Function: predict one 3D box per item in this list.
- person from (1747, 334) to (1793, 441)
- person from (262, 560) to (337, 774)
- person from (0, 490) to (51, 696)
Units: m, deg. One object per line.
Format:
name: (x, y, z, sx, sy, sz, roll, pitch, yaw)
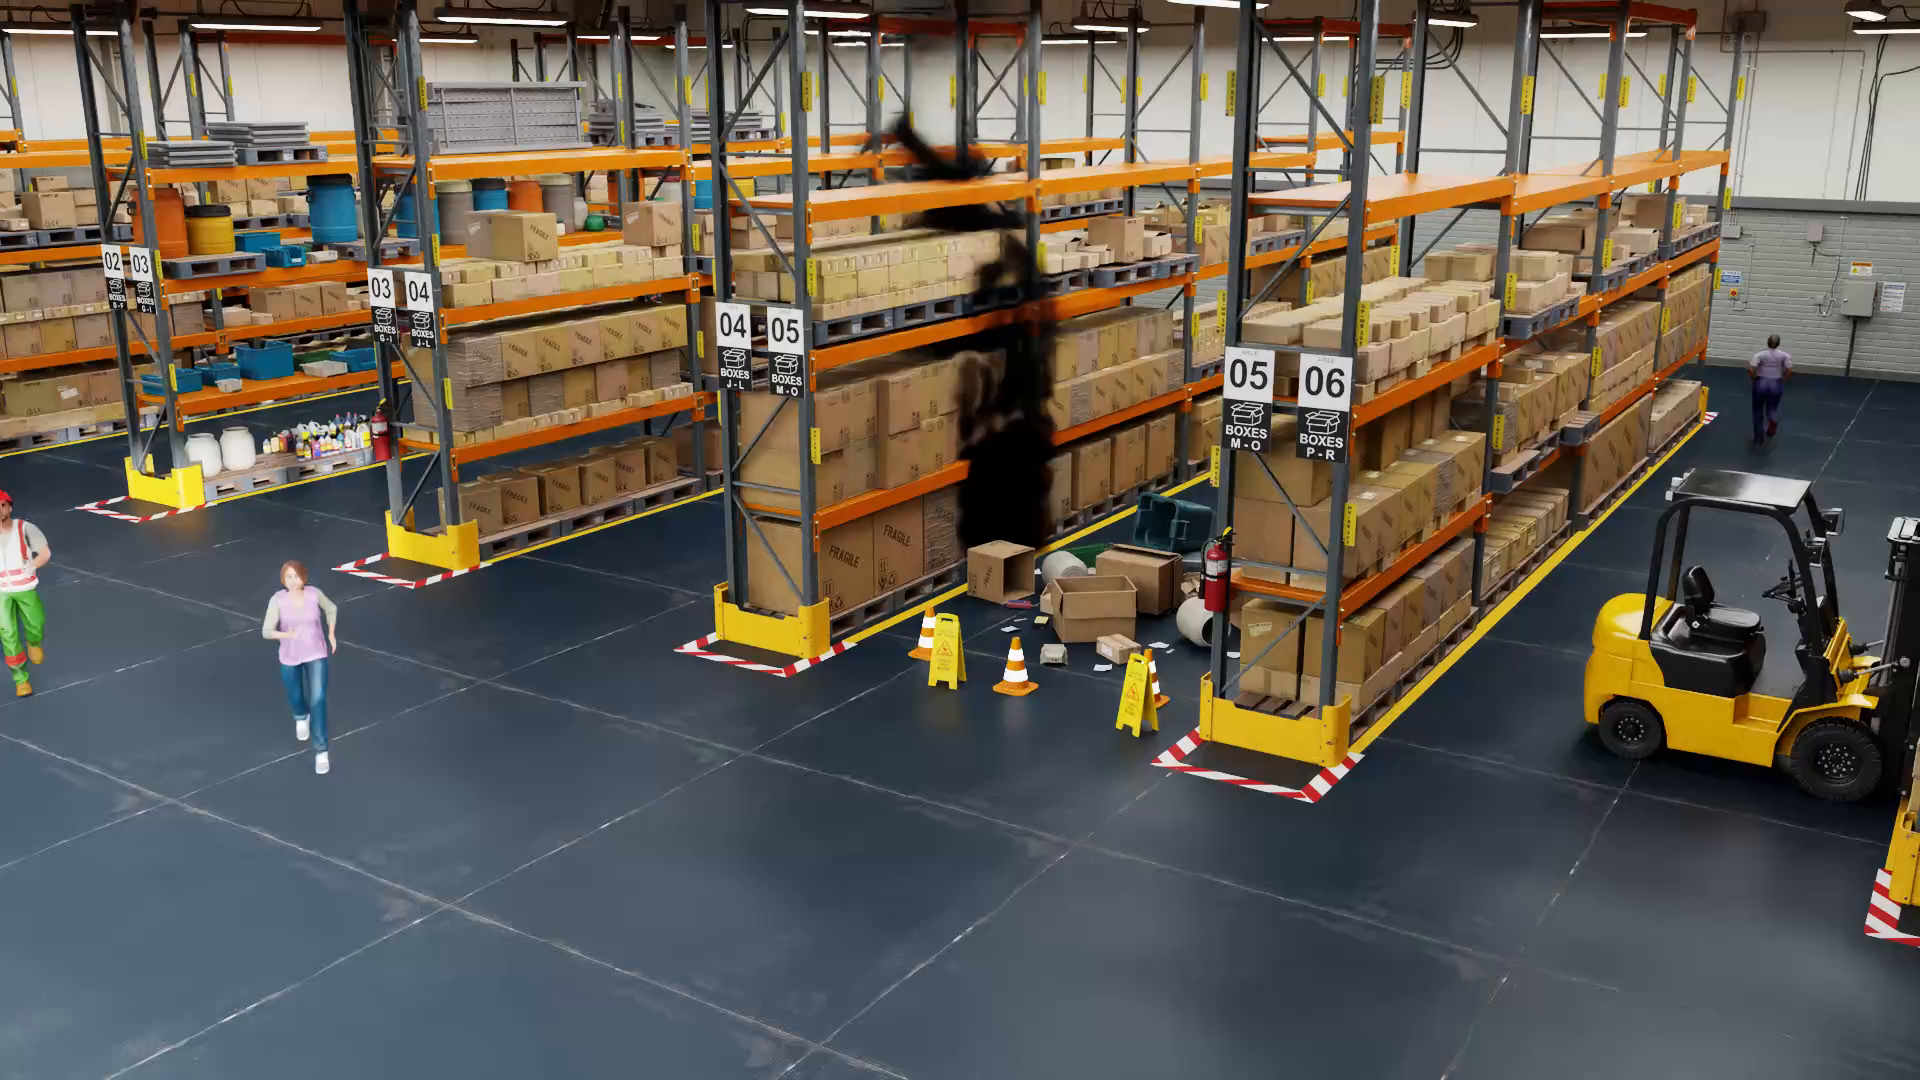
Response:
person: (11.717, -2.180, 24.132, 0.609, 1.593, 0.584, 5, 16, 19)
person: (-5.065, 0.919, 12.836, 0.533, 1.585, 0.907, -5, 16, -18)
person: (-8.225, 0.422, 14.427, 0.668, 1.760, 0.868, -8, 18, -27)
